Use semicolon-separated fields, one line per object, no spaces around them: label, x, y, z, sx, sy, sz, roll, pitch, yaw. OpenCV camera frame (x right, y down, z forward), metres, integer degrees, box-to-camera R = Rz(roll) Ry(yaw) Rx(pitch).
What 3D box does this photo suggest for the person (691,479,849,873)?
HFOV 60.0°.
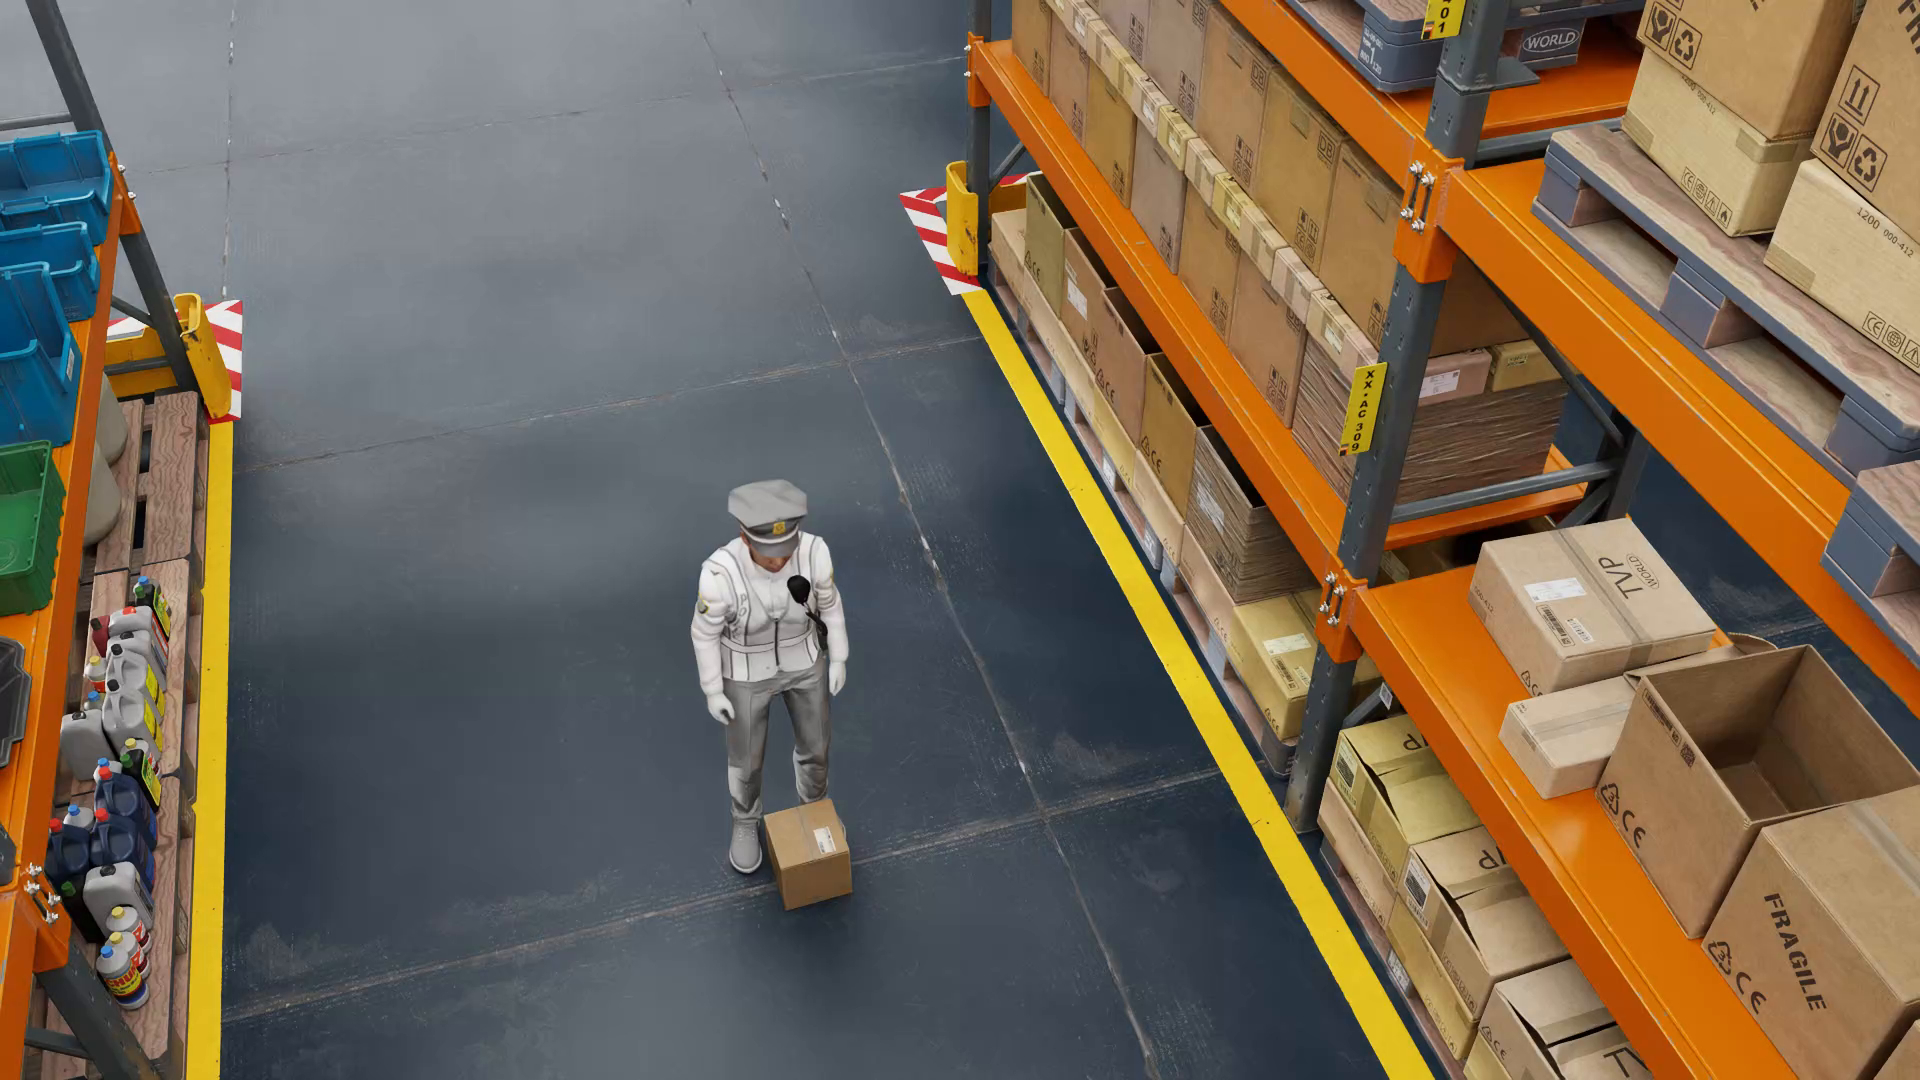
person;-0.627;0.452;5.665;0.522;1.662;0.371;-14;44;-14
